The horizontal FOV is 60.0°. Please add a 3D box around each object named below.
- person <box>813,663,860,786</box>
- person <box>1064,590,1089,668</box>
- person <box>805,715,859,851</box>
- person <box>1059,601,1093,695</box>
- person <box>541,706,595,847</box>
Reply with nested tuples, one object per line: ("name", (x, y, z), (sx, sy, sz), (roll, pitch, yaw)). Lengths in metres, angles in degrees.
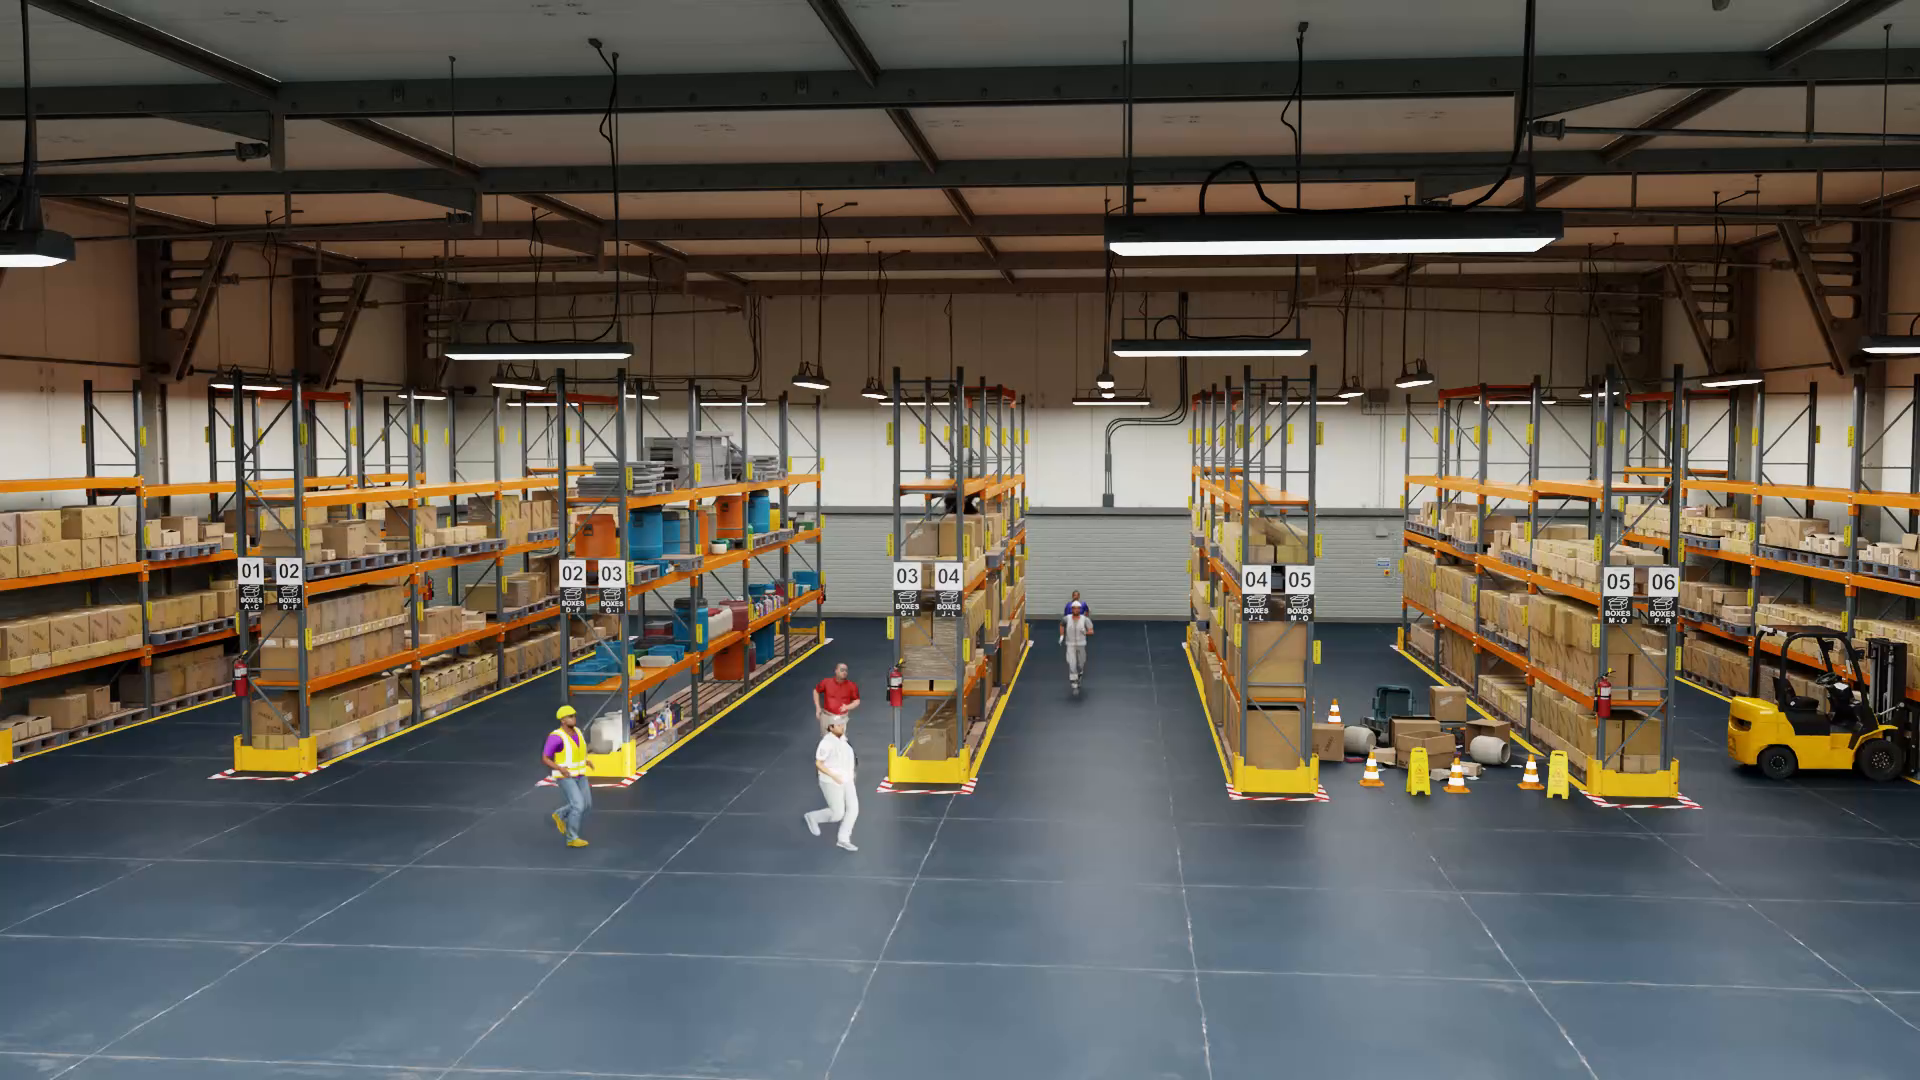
("person", (-1.793, 2.668, 24.189), (0.658, 1.773, 0.712), (-1, 4, -18))
("person", (2.528, 1.944, 36.066), (0.559, 1.721, 0.774), (0, 4, 4))
("person", (-1.536, 2.943, 20.269), (0.685, 1.643, 0.608), (2, 4, 32))
("person", (2.256, 2.065, 32.299), (0.662, 1.777, 1.004), (0, 4, 2))
("person", (-4.802, 2.880, 20.337), (0.625, 1.716, 0.700), (2, 4, 28))
